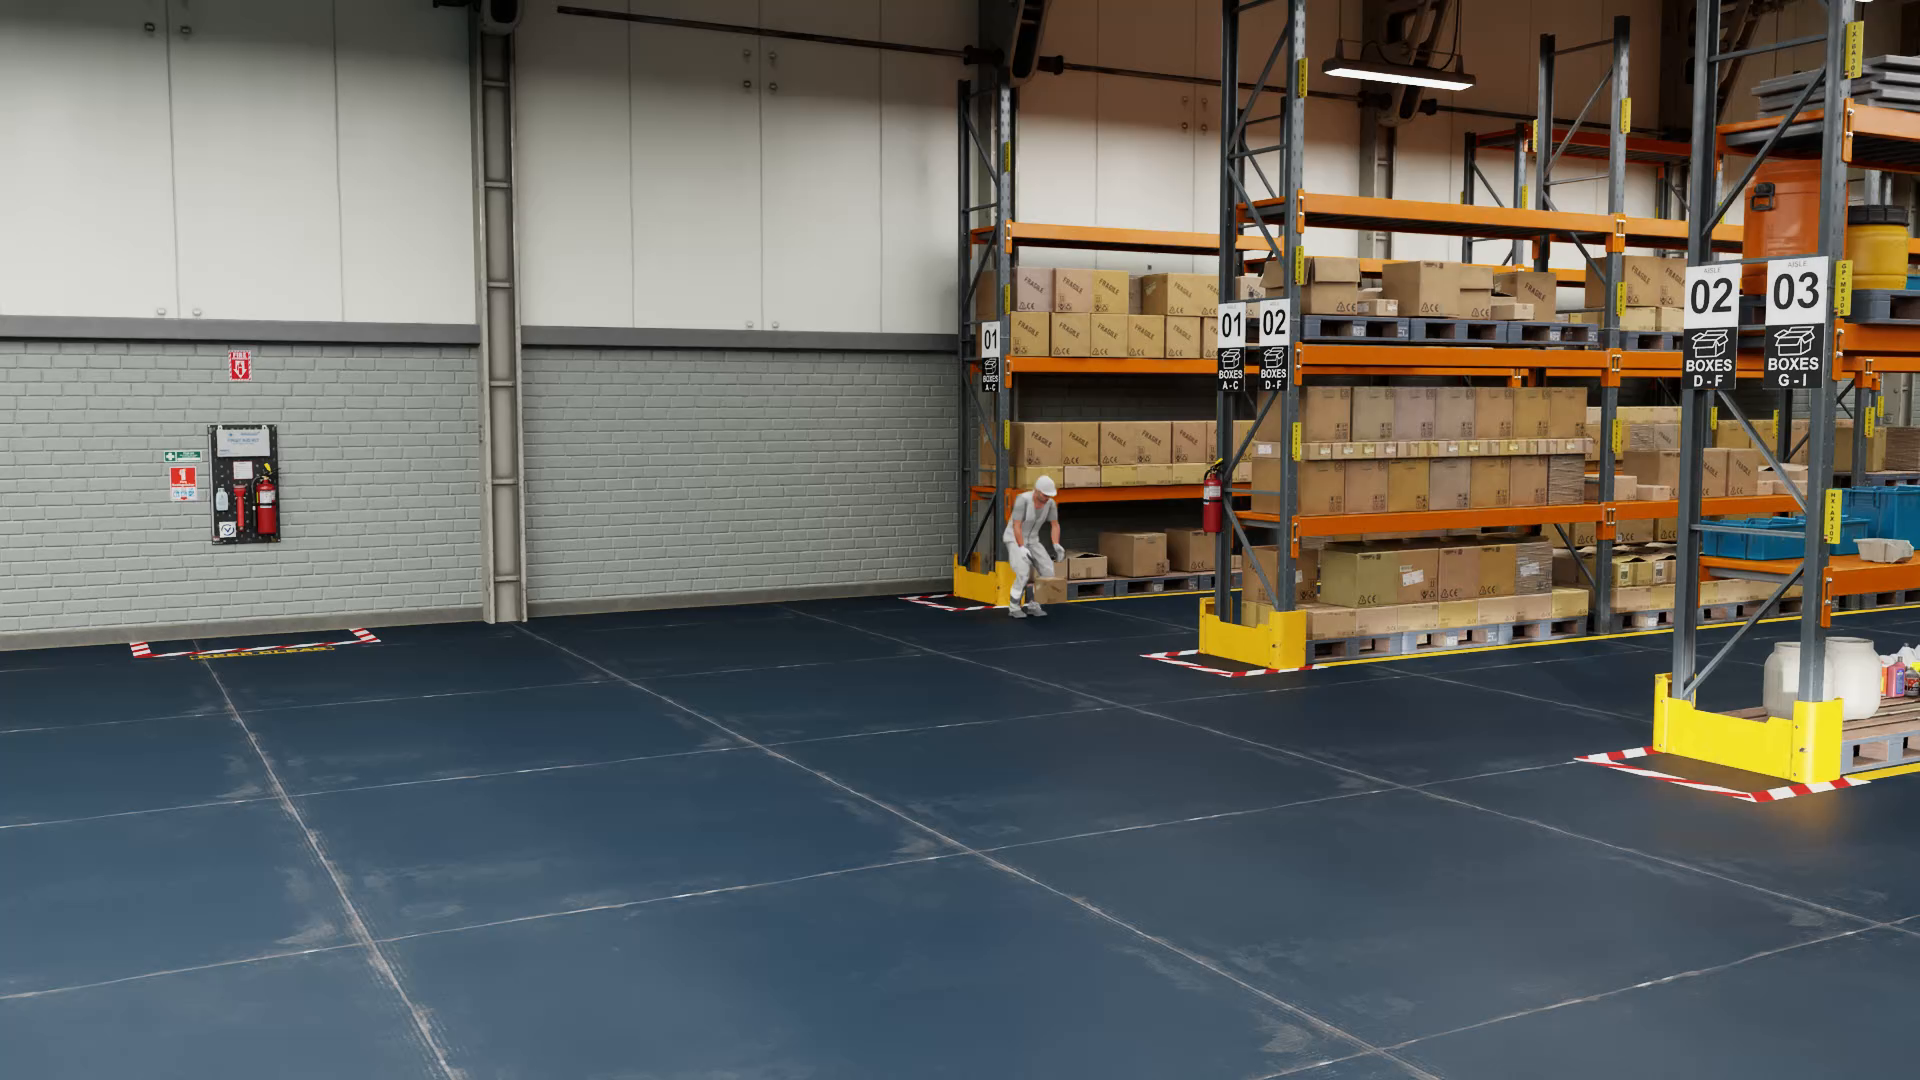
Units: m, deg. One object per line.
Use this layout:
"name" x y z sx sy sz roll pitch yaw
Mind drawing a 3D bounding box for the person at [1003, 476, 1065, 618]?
"person" 0.792 0.065 17.810 0.579 1.528 0.690 -3 6 -30
